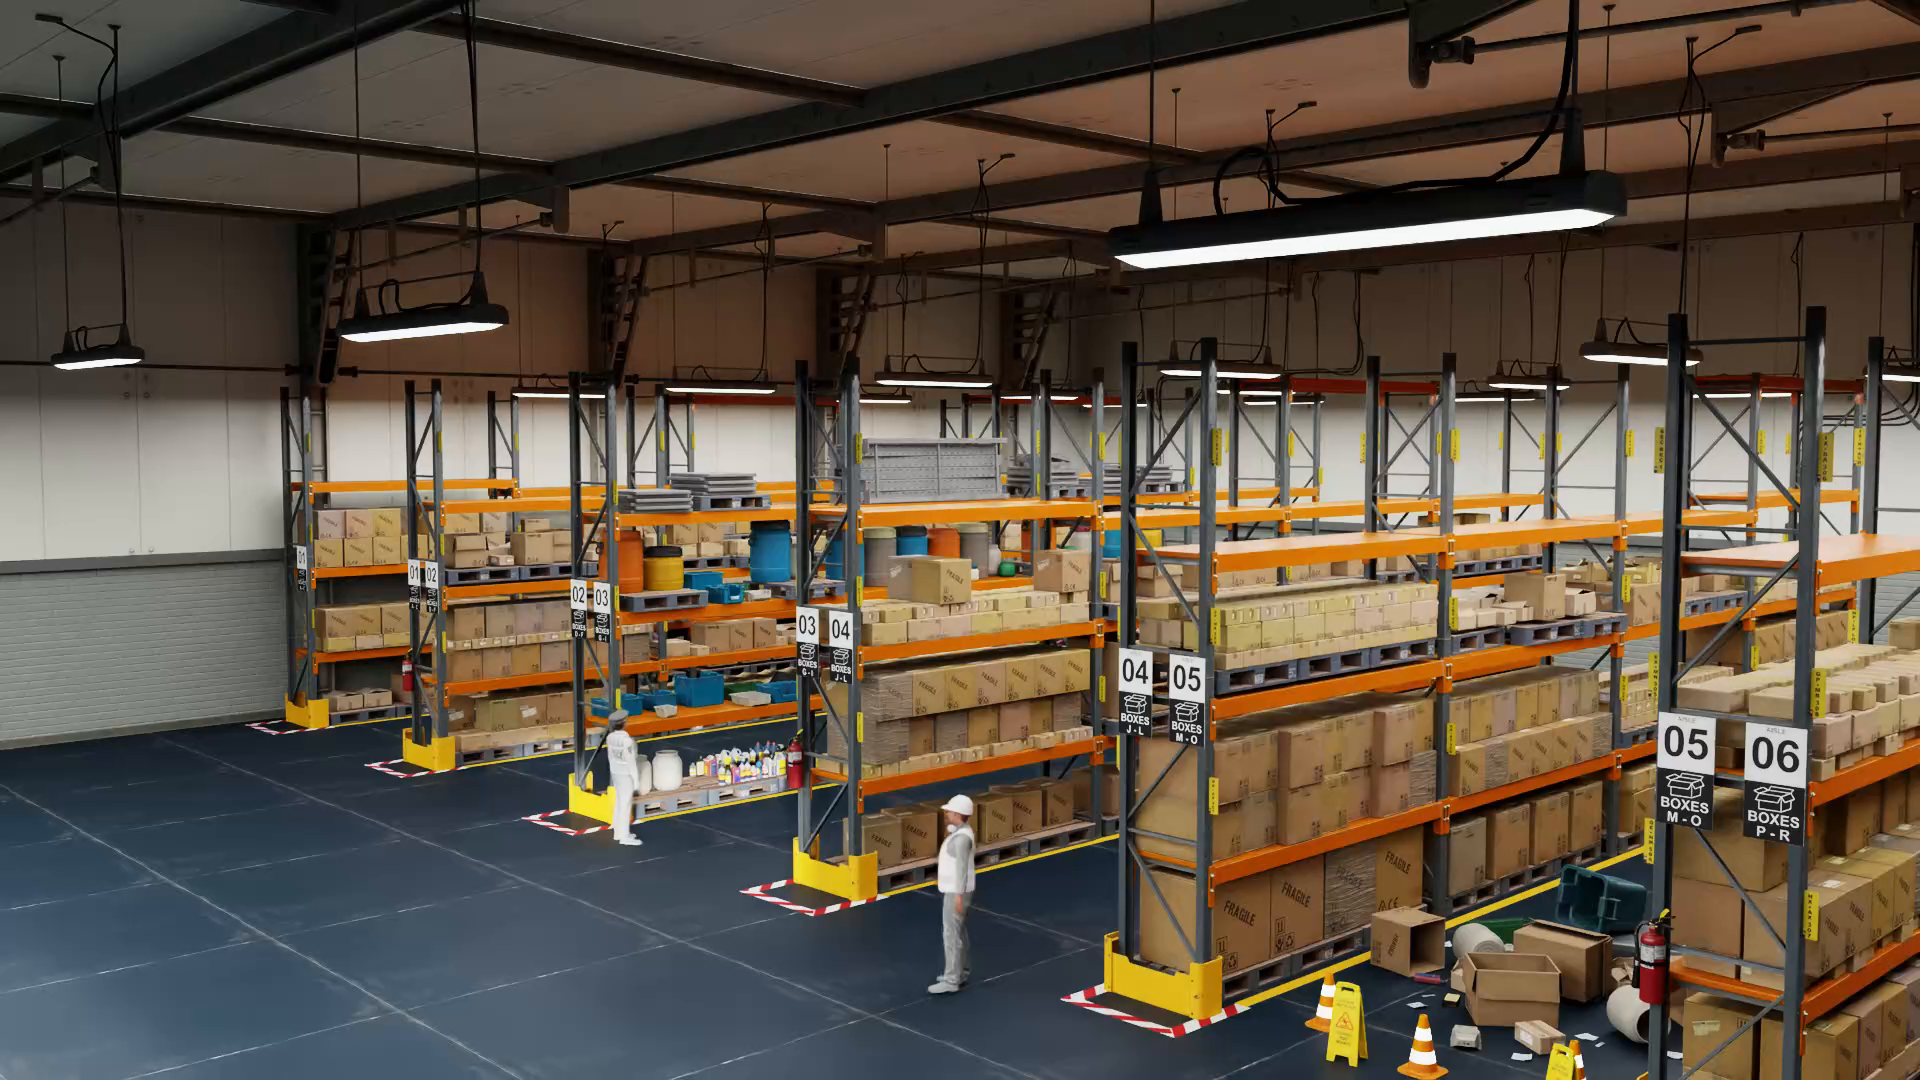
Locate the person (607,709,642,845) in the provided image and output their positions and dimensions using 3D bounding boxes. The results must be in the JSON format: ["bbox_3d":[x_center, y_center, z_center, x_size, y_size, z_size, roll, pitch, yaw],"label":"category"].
[{"bbox_3d":[-4.241,2.988,20.981,0.384,1.704,0.481,-2,4,-25],"label":"person"}]

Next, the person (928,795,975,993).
[{"bbox_3d":[-0.074,3.282,15.553,0.429,1.779,0.621,0,4,3],"label":"person"}]

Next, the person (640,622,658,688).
[{"bbox_3d":[-5.990,2.312,32.466,0.581,1.642,0.444,0,4,-5],"label":"person"}]
